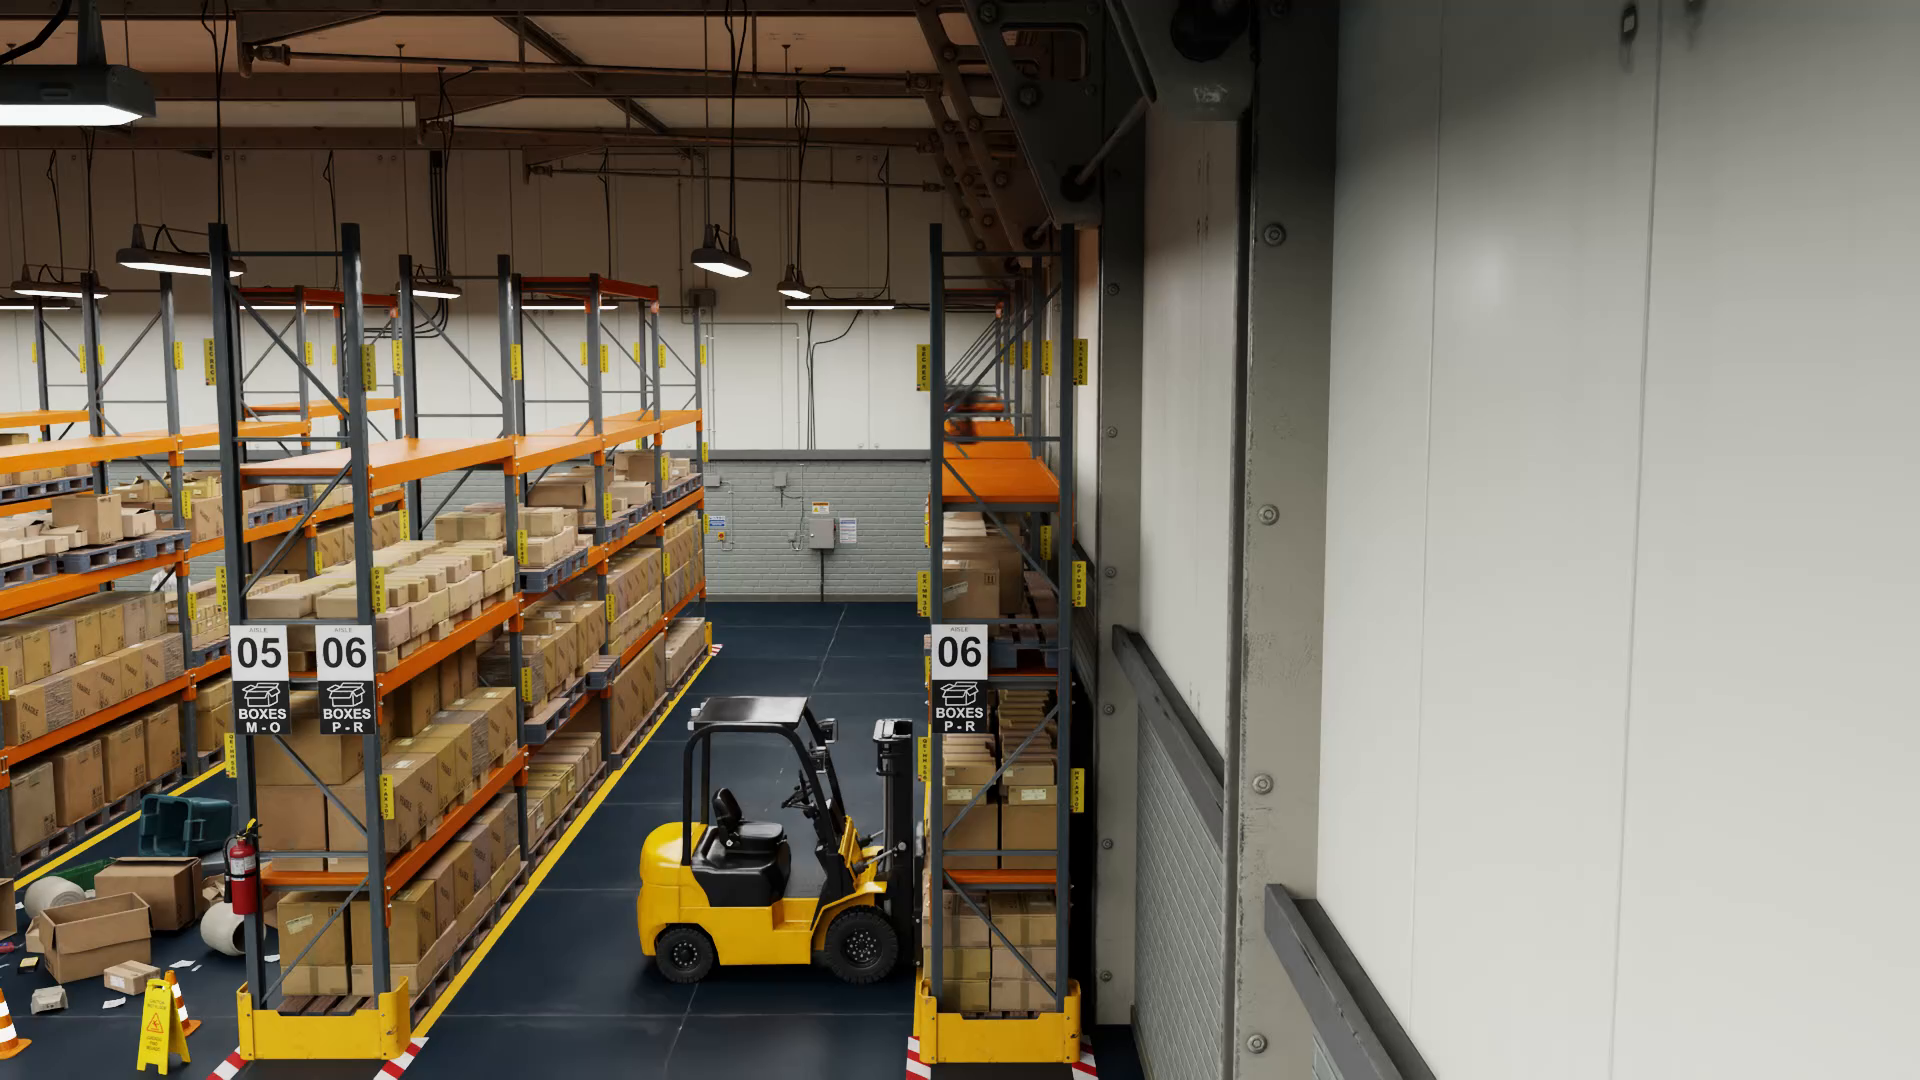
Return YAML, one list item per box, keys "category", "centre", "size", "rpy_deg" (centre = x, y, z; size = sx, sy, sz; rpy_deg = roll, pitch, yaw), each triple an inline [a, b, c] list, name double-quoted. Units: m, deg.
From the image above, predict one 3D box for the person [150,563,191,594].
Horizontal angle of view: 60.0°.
- category: "person"
  centre: [-13.196, 1.094, 27.812]
  size: [0.603, 1.714, 0.855]
  rpy_deg: [-3, 7, -21]
